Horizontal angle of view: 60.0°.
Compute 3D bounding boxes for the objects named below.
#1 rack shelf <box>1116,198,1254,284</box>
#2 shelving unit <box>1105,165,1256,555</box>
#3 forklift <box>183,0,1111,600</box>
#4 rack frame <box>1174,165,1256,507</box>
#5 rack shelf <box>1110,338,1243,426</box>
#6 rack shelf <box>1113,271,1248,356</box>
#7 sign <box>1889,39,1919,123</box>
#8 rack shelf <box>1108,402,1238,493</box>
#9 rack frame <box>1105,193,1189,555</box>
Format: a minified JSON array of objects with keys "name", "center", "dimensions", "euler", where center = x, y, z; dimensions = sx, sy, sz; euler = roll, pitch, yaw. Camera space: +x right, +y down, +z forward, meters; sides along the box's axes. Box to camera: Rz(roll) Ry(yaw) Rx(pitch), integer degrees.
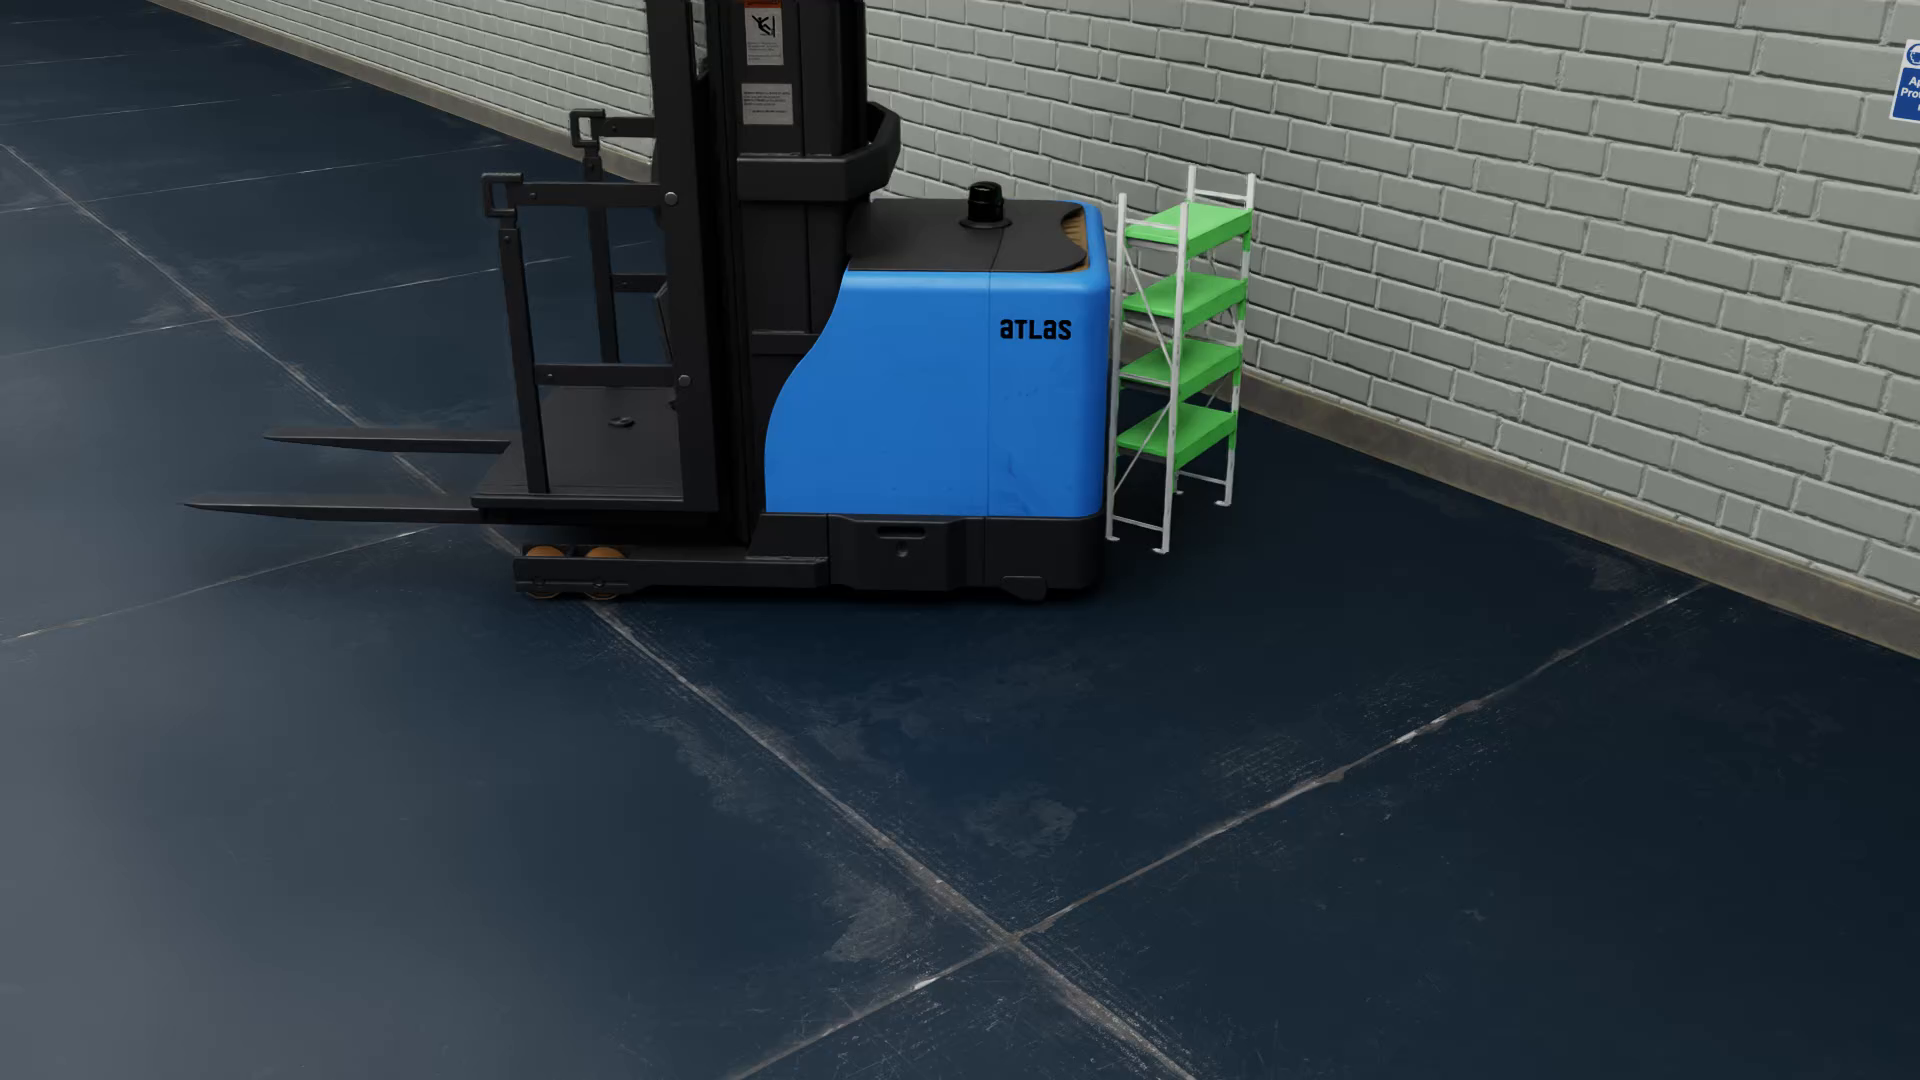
[{"name":"rack shelf","center":[0.742,-0.988,5.465],"dimensions":[0.258,0.148,0.480],"euler":[16,29,30]},{"name":"shelving unit","center":[0.742,-0.611,5.640],"dimensions":[0.258,1.200,0.503],"euler":[16,29,30]},{"name":"forklift","center":[-1.034,-1.357,5.193],"dimensions":[3.031,2.935,1.130],"euler":[1,25,2]},{"name":"rack frame","center":[0.879,-0.696,5.824],"dimensions":[0.240,1.200,0.015],"euler":[16,29,30]},{"name":"rack shelf","center":[0.742,-0.553,5.667],"dimensions":[0.258,0.148,0.480],"euler":[16,29,30]},{"name":"rack shelf","center":[0.742,-0.770,5.566],"dimensions":[0.258,0.148,0.480],"euler":[16,29,30]},{"name":"sign","center":[2.712,-1.228,4.513],"dimensions":[0.001,0.218,0.327],"euler":[-18,31,-34]},{"name":"rack shelf","center":[0.742,-0.335,5.768],"dimensions":[0.258,0.148,0.480],"euler":[16,29,30]},{"name":"rack frame","center":[0.606,-0.525,5.457],"dimensions":[0.240,1.200,0.015],"euler":[16,29,30]}]
